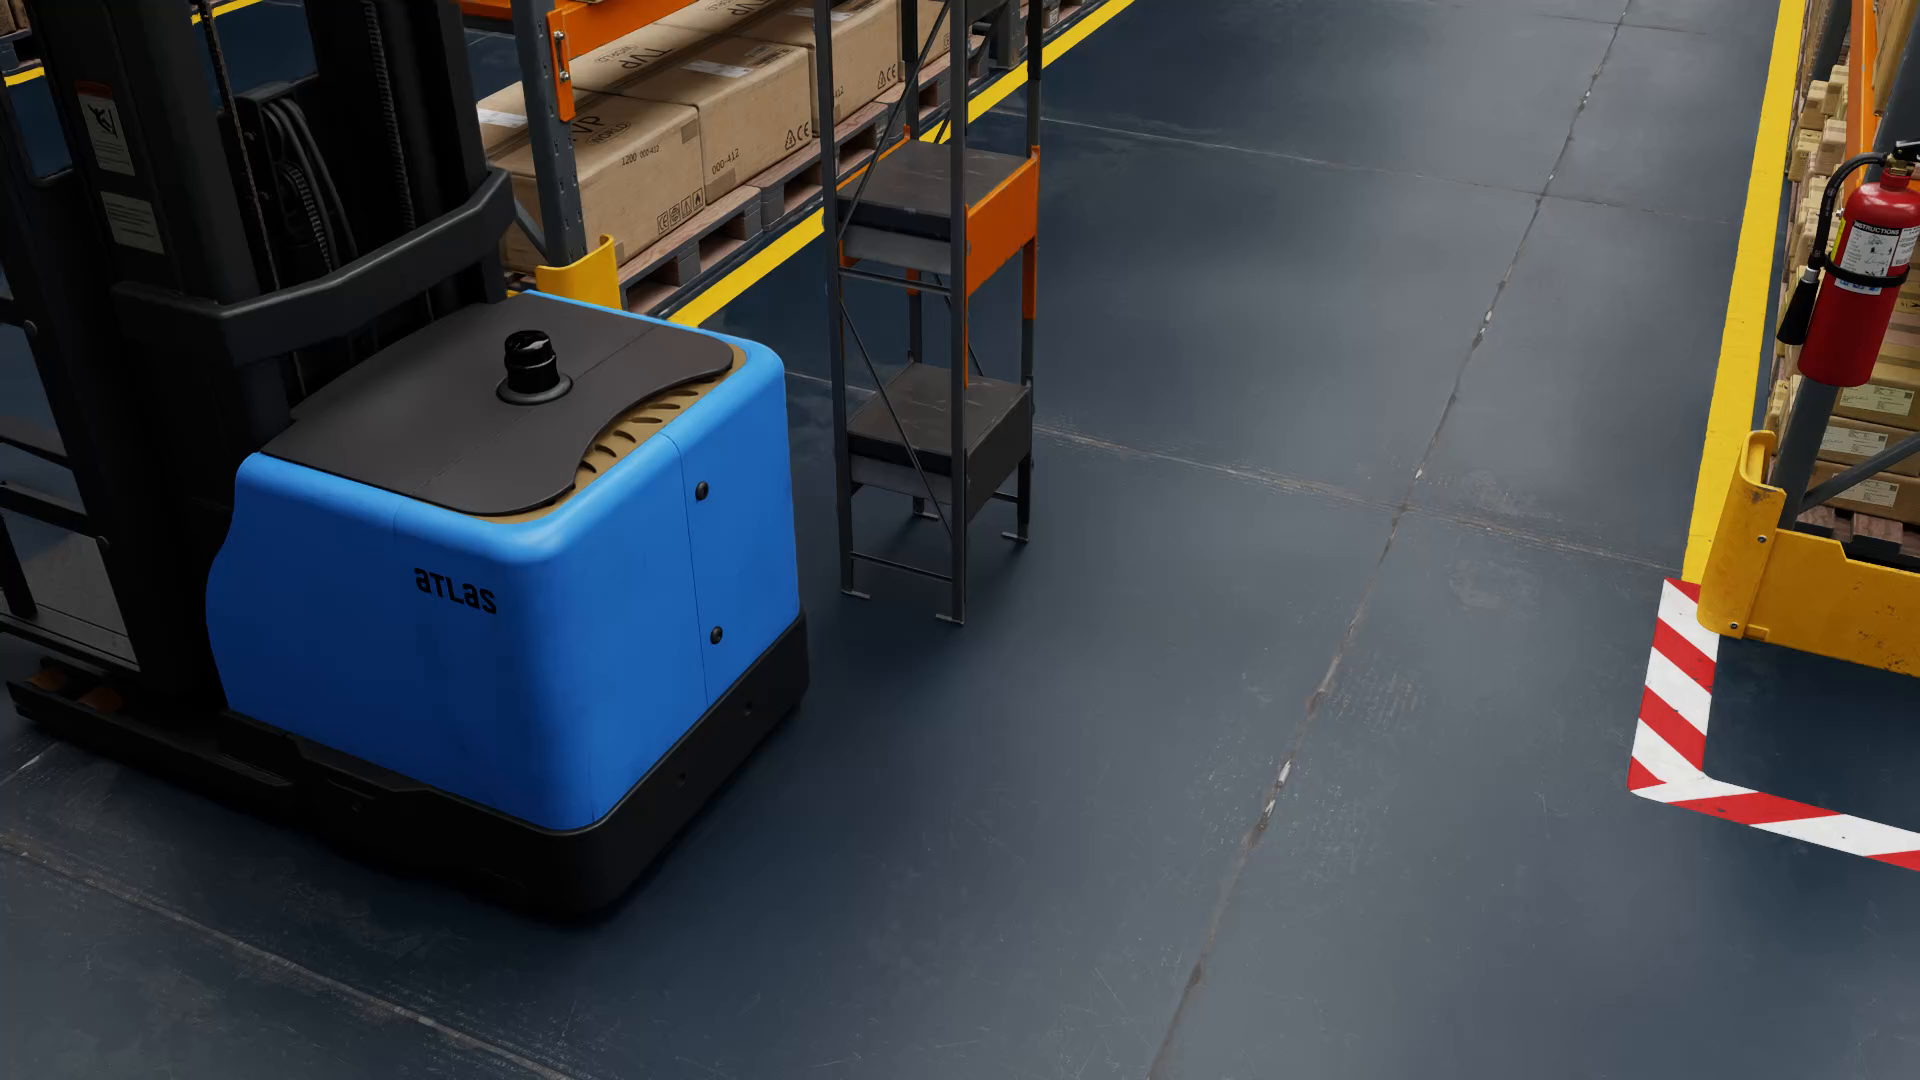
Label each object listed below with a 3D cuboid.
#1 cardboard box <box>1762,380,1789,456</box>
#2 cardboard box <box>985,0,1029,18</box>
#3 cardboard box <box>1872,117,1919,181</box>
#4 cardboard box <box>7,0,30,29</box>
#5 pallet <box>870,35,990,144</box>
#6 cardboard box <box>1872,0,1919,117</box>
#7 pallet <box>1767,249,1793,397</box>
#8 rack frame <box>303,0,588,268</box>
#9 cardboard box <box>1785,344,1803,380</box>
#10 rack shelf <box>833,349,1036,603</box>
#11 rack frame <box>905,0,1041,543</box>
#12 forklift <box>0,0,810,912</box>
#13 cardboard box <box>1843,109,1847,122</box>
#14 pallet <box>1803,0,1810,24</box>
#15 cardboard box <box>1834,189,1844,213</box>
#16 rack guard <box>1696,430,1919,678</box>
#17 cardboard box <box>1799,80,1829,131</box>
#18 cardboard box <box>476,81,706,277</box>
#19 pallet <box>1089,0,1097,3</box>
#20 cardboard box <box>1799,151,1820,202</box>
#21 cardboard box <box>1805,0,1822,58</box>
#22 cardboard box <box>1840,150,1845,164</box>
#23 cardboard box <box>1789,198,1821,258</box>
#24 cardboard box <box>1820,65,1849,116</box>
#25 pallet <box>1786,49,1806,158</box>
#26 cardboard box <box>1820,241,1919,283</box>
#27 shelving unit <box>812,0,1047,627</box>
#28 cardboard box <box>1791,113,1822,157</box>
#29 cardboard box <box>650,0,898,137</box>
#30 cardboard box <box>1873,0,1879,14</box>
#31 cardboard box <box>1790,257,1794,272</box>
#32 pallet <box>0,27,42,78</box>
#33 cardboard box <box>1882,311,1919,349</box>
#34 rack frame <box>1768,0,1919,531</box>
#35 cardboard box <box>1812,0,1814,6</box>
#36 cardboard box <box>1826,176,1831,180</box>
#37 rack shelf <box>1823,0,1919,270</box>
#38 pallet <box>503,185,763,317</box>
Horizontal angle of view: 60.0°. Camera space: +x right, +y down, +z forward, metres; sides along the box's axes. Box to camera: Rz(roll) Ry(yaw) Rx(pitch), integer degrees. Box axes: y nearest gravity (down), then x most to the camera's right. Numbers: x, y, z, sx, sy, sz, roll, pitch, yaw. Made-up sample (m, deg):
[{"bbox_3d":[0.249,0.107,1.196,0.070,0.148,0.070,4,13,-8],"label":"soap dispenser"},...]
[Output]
[{"bbox_3d":[2.764,-0.354,5.272,0.380,0.149,0.250,15,36,22],"label":"cardboard box"},{"bbox_3d":[0.039,-3.601,9.561,0.875,0.875,0.875,15,36,22],"label":"cardboard box"},{"bbox_3d":[2.597,-1.032,4.317,0.380,0.149,0.250,14,36,21],"label":"cardboard box"},{"bbox_3d":[-5.284,-3.202,9.294,0.500,0.500,0.500,15,36,21],"label":"cardboard box"},{"bbox_3d":[-0.537,-2.460,8.809,1.003,0.211,1.213,14,36,20],"label":"pallet"},{"bbox_3d":[2.672,-1.359,4.224,0.500,0.500,0.500,15,36,21],"label":"cardboard box"},{"bbox_3d":[3.633,-0.783,6.252,1.003,0.211,1.213,14,36,20],"label":"pallet"},{"bbox_3d":[-1.821,-1.995,5.557,1.000,3.000,0.127,14,36,20],"label":"rack frame"},{"bbox_3d":[2.895,-0.605,5.383,0.380,0.149,0.250,13,35,19],"label":"cardboard box"},{"bbox_3d":[-0.069,-0.199,4.940,0.431,0.518,0.480,14,36,20],"label":"rack shelf"},{"bbox_3d":[0.033,-0.917,4.734,0.400,2.100,0.015,14,36,20],"label":"rack frame"},{"bbox_3d":[-1.964,-0.914,3.971,3.031,2.935,1.130,15,36,22],"label":"forklift"},{"bbox_3d":[3.740,-1.614,6.650,0.380,0.149,0.250,13,36,19],"label":"cardboard box"},{"bbox_3d":[5.736,-3.339,10.149,1.003,0.211,1.213,14,36,20],"label":"pallet"},{"bbox_3d":[3.298,-1.100,5.867,0.380,0.149,0.250,13,35,19],"label":"cardboard box"},{"bbox_3d":[2.749,0.098,4.645,1.175,0.500,0.348,14,36,20],"label":"rack guard"},{"bbox_3d":[3.949,-1.902,7.361,0.380,0.149,0.250,16,36,23],"label":"cardboard box"},{"bbox_3d":[-1.636,-1.451,6.680,0.875,0.438,0.875,13,35,19],"label":"cardboard box"},{"bbox_3d":[0.616,-3.832,10.902,1.003,0.211,1.213,14,36,20],"label":"pallet"},{"bbox_3d":[3.779,-1.509,7.033,0.380,0.149,0.250,14,36,20],"label":"cardboard box"},{"bbox_3d":[4.687,-2.714,8.550,0.500,0.500,0.500,13,36,19],"label":"cardboard box"},{"bbox_3d":[3.520,-1.351,6.250,0.380,0.149,0.250,13,35,19],"label":"cardboard box"},{"bbox_3d":[3.314,-1.133,6.188,0.380,0.149,0.250,15,36,21],"label":"cardboard box"},{"bbox_3d":[3.890,-1.886,7.066,0.380,0.149,0.250,16,36,23],"label":"cardboard box"},{"bbox_3d":[4.715,-2.124,8.296,1.003,0.211,1.213,14,36,20],"label":"pallet"},{"bbox_3d":[3.025,-0.848,5.482,0.380,0.149,0.250,13,35,19],"label":"cardboard box"},{"bbox_3d":[-0.069,-0.796,4.549,0.431,2.100,0.503,14,36,20],"label":"shelving unit"},{"bbox_3d":[3.947,-1.777,7.442,0.380,0.149,0.250,13,35,18],"label":"cardboard box"},{"bbox_3d":[-0.882,-2.357,8.063,0.875,0.438,0.875,13,35,19],"label":"cardboard box"},{"bbox_3d":[3.095,-1.869,5.002,0.500,0.500,0.500,14,36,21],"label":"cardboard box"},{"bbox_3d":[3.441,-1.122,6.442,0.380,0.149,0.250,13,35,19],"label":"cardboard box"},{"bbox_3d":[-5.455,-3.006,9.642,1.003,0.211,1.213,14,36,20],"label":"pallet"},{"bbox_3d":[2.866,-0.575,5.066,0.380,0.149,0.250,15,36,21],"label":"cardboard box"},{"bbox_3d":[2.717,-0.909,3.901,1.000,3.000,0.127,14,36,20],"label":"rack frame"},{"bbox_3d":[5.119,-3.222,9.326,0.500,0.500,0.500,13,36,19],"label":"cardboard box"},{"bbox_3d":[3.603,-1.361,6.535,0.380,0.149,0.250,16,36,23],"label":"cardboard box"},{"bbox_3d":[3.554,-1.605,5.618,1.077,0.370,4.000,14,36,20],"label":"rack shelf"},{"bbox_3d":[-1.557,-1.245,6.956,1.003,0.211,1.213,14,36,20],"label":"pallet"}]
